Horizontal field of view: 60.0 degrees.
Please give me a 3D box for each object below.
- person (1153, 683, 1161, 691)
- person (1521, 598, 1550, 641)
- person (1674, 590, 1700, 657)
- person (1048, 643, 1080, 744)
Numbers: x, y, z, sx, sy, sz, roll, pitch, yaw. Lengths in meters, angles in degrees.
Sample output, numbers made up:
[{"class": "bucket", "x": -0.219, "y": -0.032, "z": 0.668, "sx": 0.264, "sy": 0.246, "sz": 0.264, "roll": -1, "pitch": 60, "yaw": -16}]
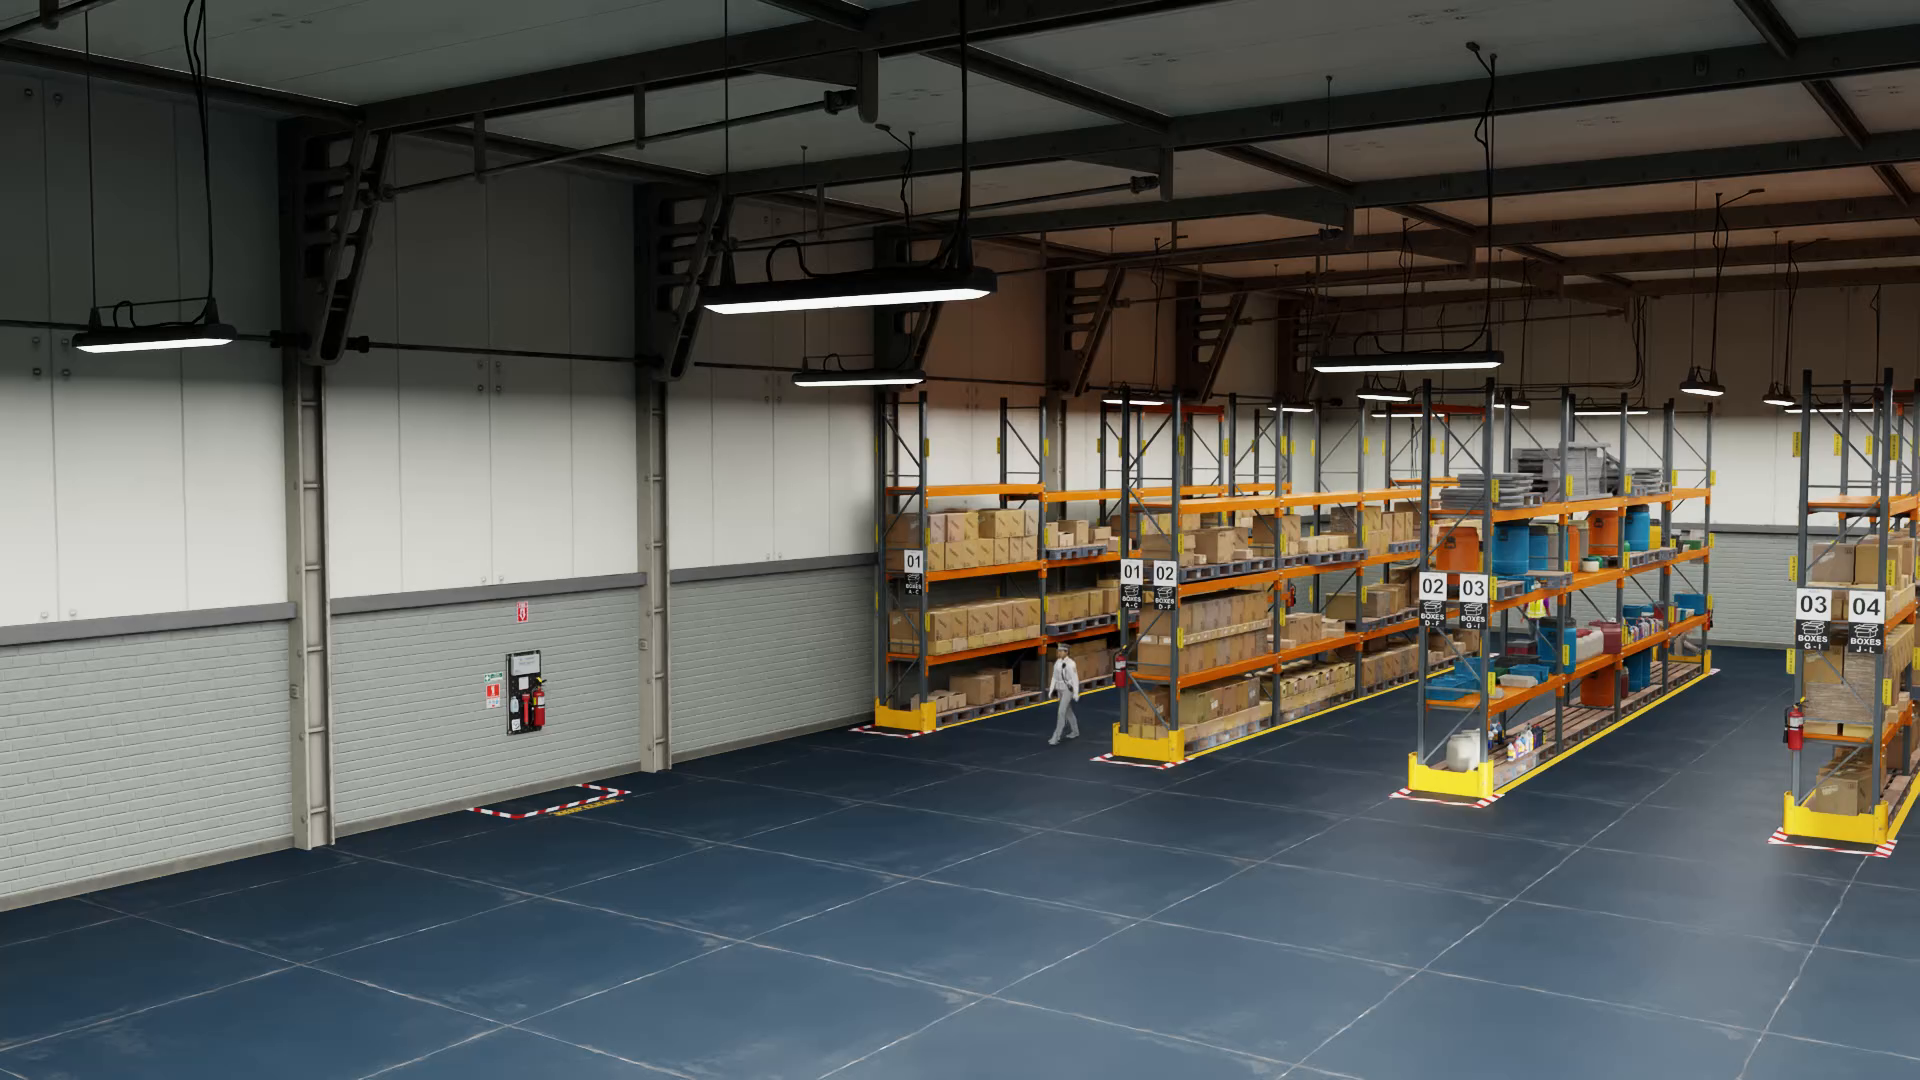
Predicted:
[{"class": "person", "x": 4.150, "y": 2.297, "z": 33.414, "sx": 0.549, "sy": 1.661, "sz": 1.080, "roll": 2, "pitch": 4, "yaw": 25}, {"class": "person", "x": 13.988, "y": 1.899, "z": 40.406, "sx": 0.647, "sy": 1.714, "sz": 1.093, "roll": 2, "pitch": 4, "yaw": 31}, {"class": "person", "x": 16.820, "y": 1.993, "z": 38.610, "sx": 0.833, "sy": 1.692, "sz": 0.542, "roll": 0, "pitch": 3, "yaw": -2}, {"class": "person", "x": 1.738, "y": 2.593, "z": 28.405, "sx": 0.797, "sy": 1.676, "sz": 0.511, "roll": -2, "pitch": 4, "yaw": -31}]
